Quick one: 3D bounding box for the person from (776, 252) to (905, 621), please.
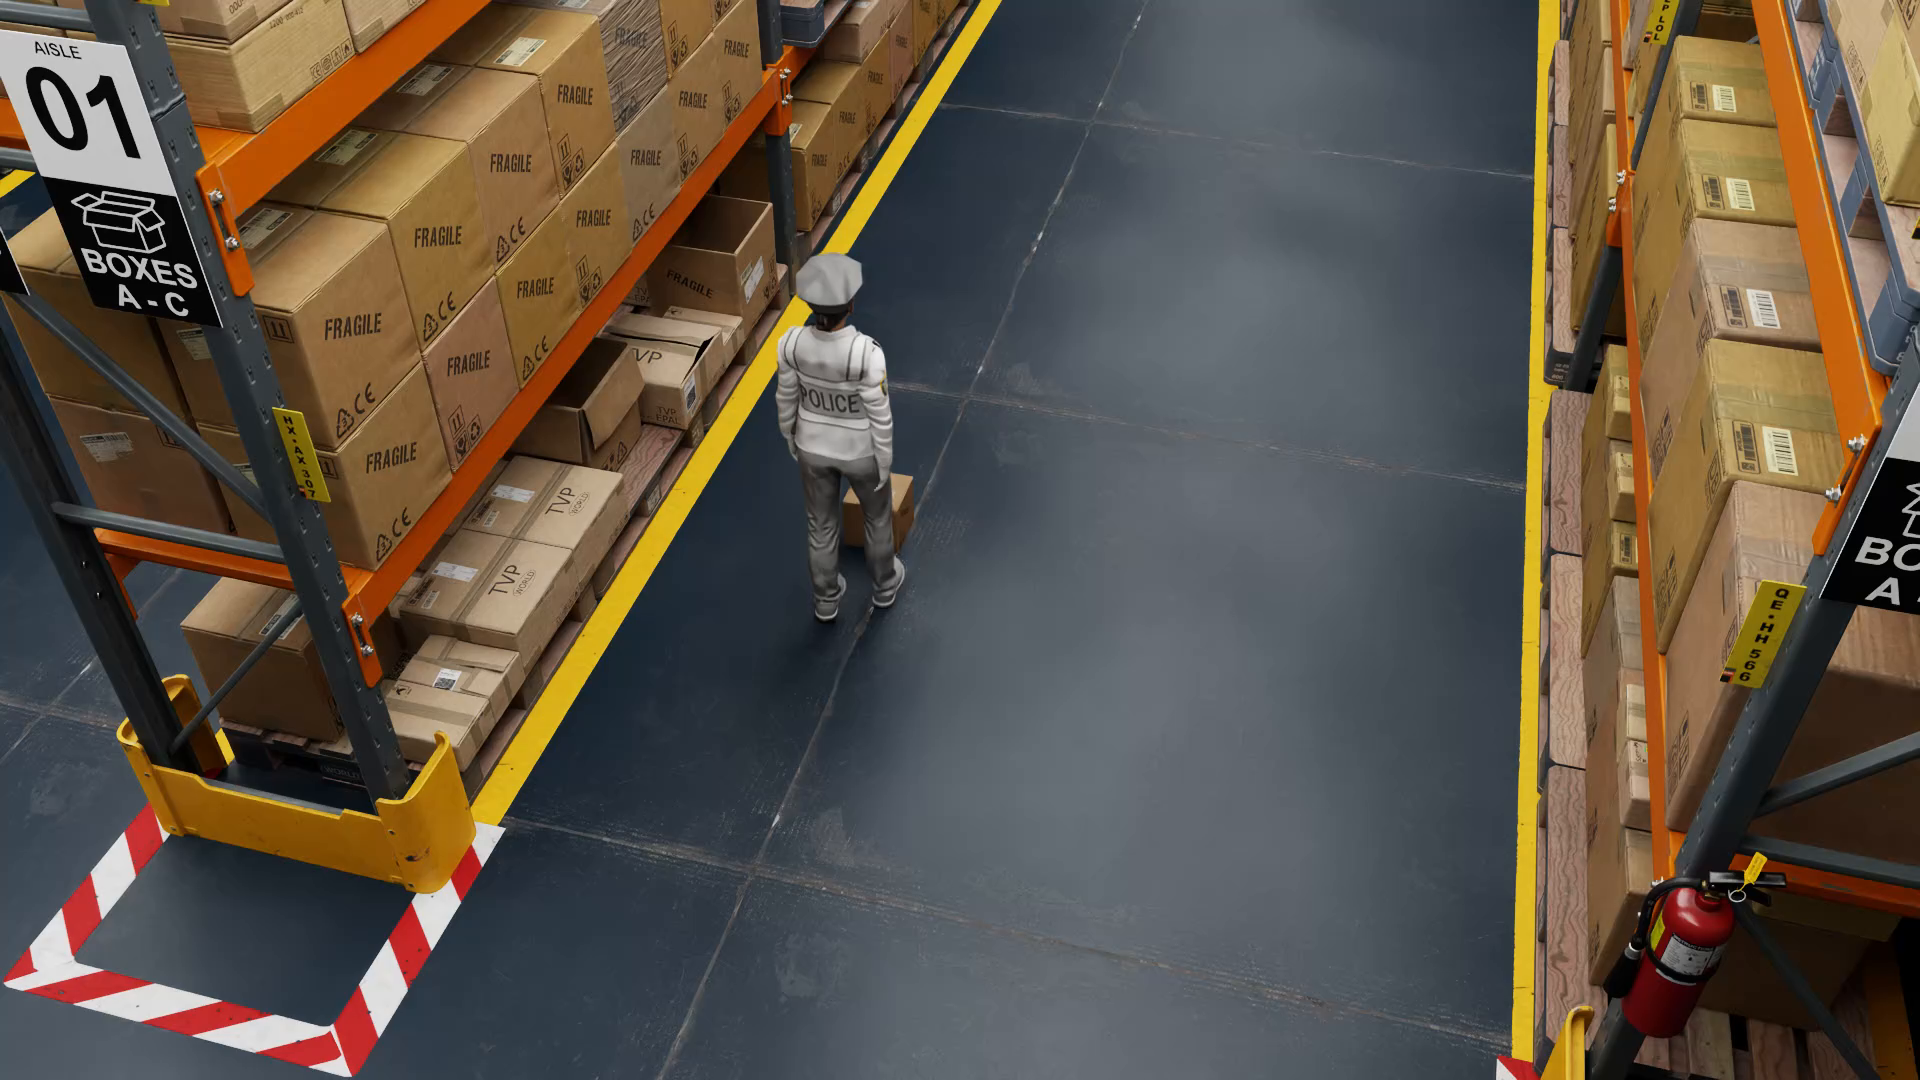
[{"bbox_3d":[-0.469,-0.404,6.605,0.482,1.679,0.429,10,42,11],"label":"person"}]
